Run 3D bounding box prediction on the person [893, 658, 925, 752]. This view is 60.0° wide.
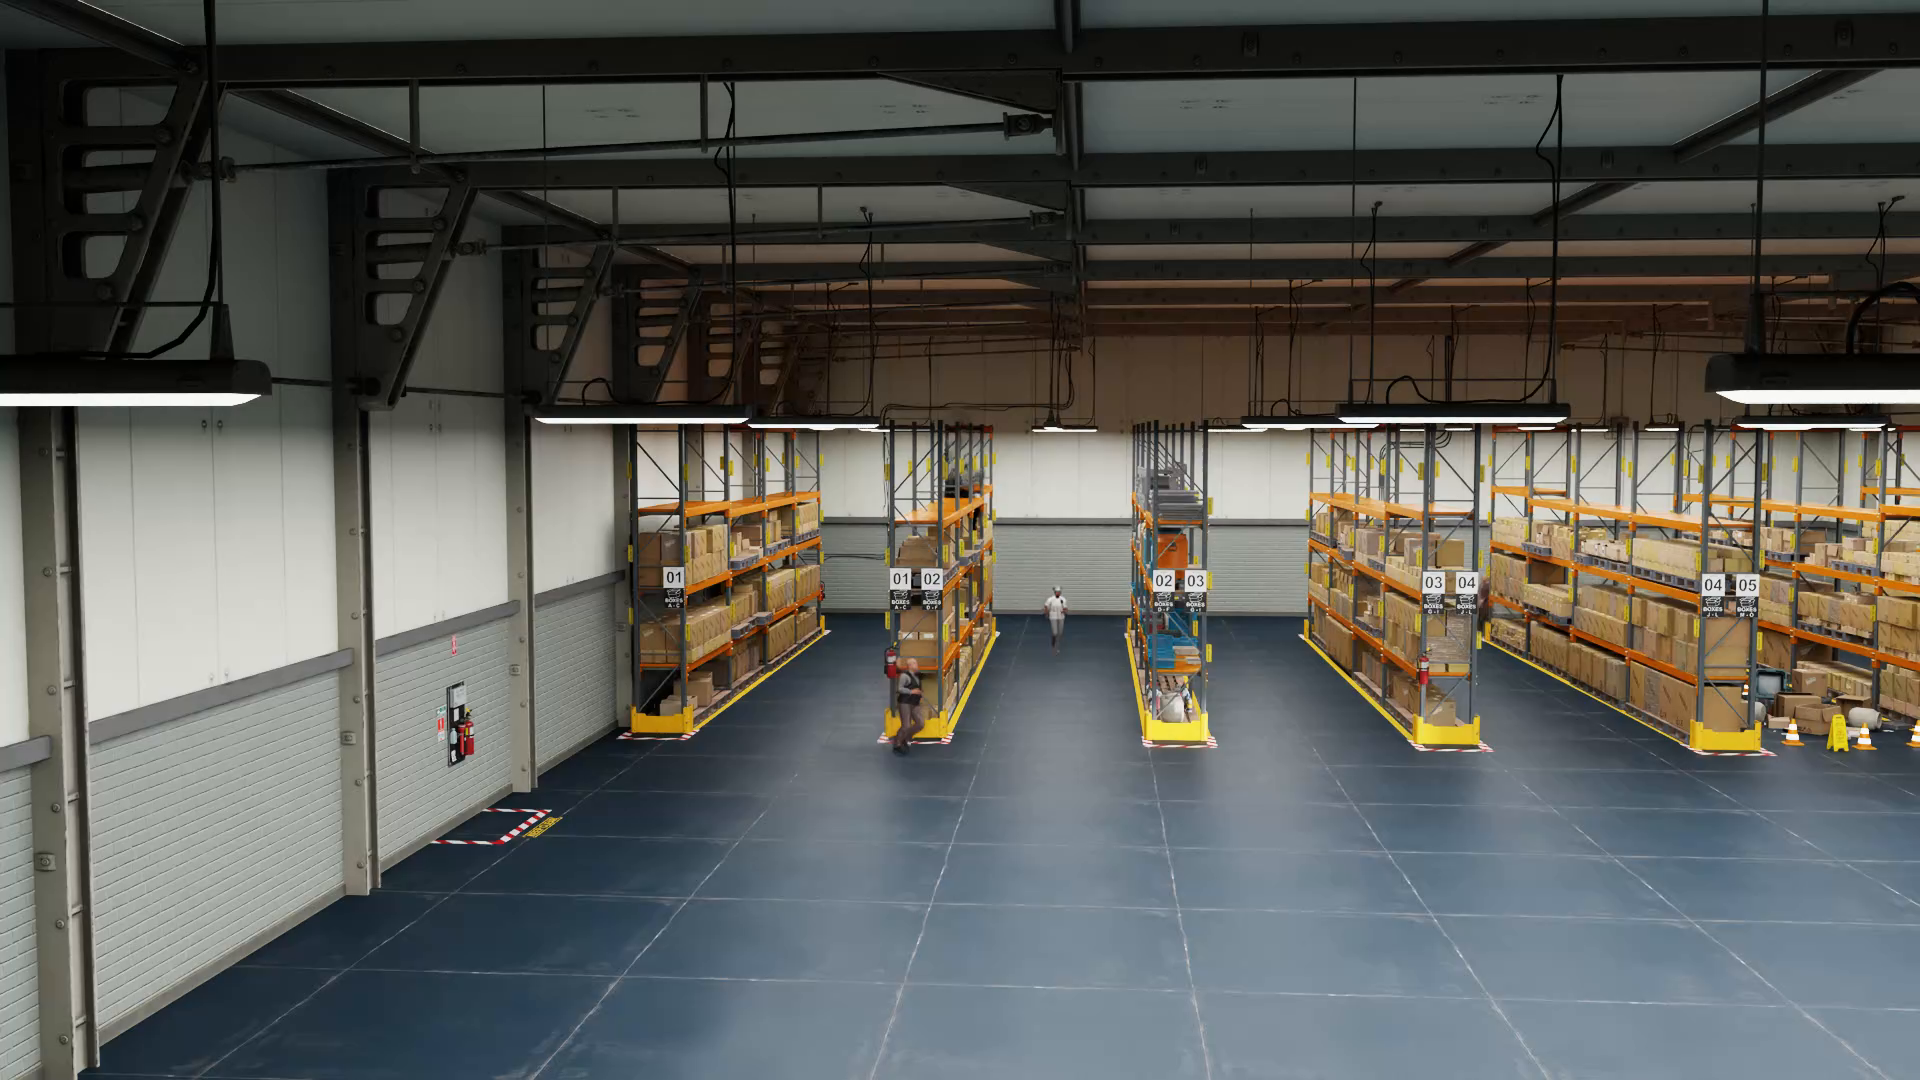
[{"bbox_3d":[-0.851,2.983,30.006,0.636,1.685,0.669,3,5,38],"label":"person"}]

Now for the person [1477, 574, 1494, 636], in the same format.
[{"bbox_3d":[14.979,1.854,47.392,0.873,1.760,0.745,-1,4,-16],"label":"person"}]

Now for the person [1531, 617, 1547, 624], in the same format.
[{"bbox_3d":[16.551,1.904,47.306,0.780,1.639,0.581,0,4,8],"label":"person"}]

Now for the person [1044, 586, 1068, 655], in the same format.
[{"bbox_3d":[2.402,1.995,41.223,0.555,1.725,0.642,-1,4,-8],"label":"person"}]
